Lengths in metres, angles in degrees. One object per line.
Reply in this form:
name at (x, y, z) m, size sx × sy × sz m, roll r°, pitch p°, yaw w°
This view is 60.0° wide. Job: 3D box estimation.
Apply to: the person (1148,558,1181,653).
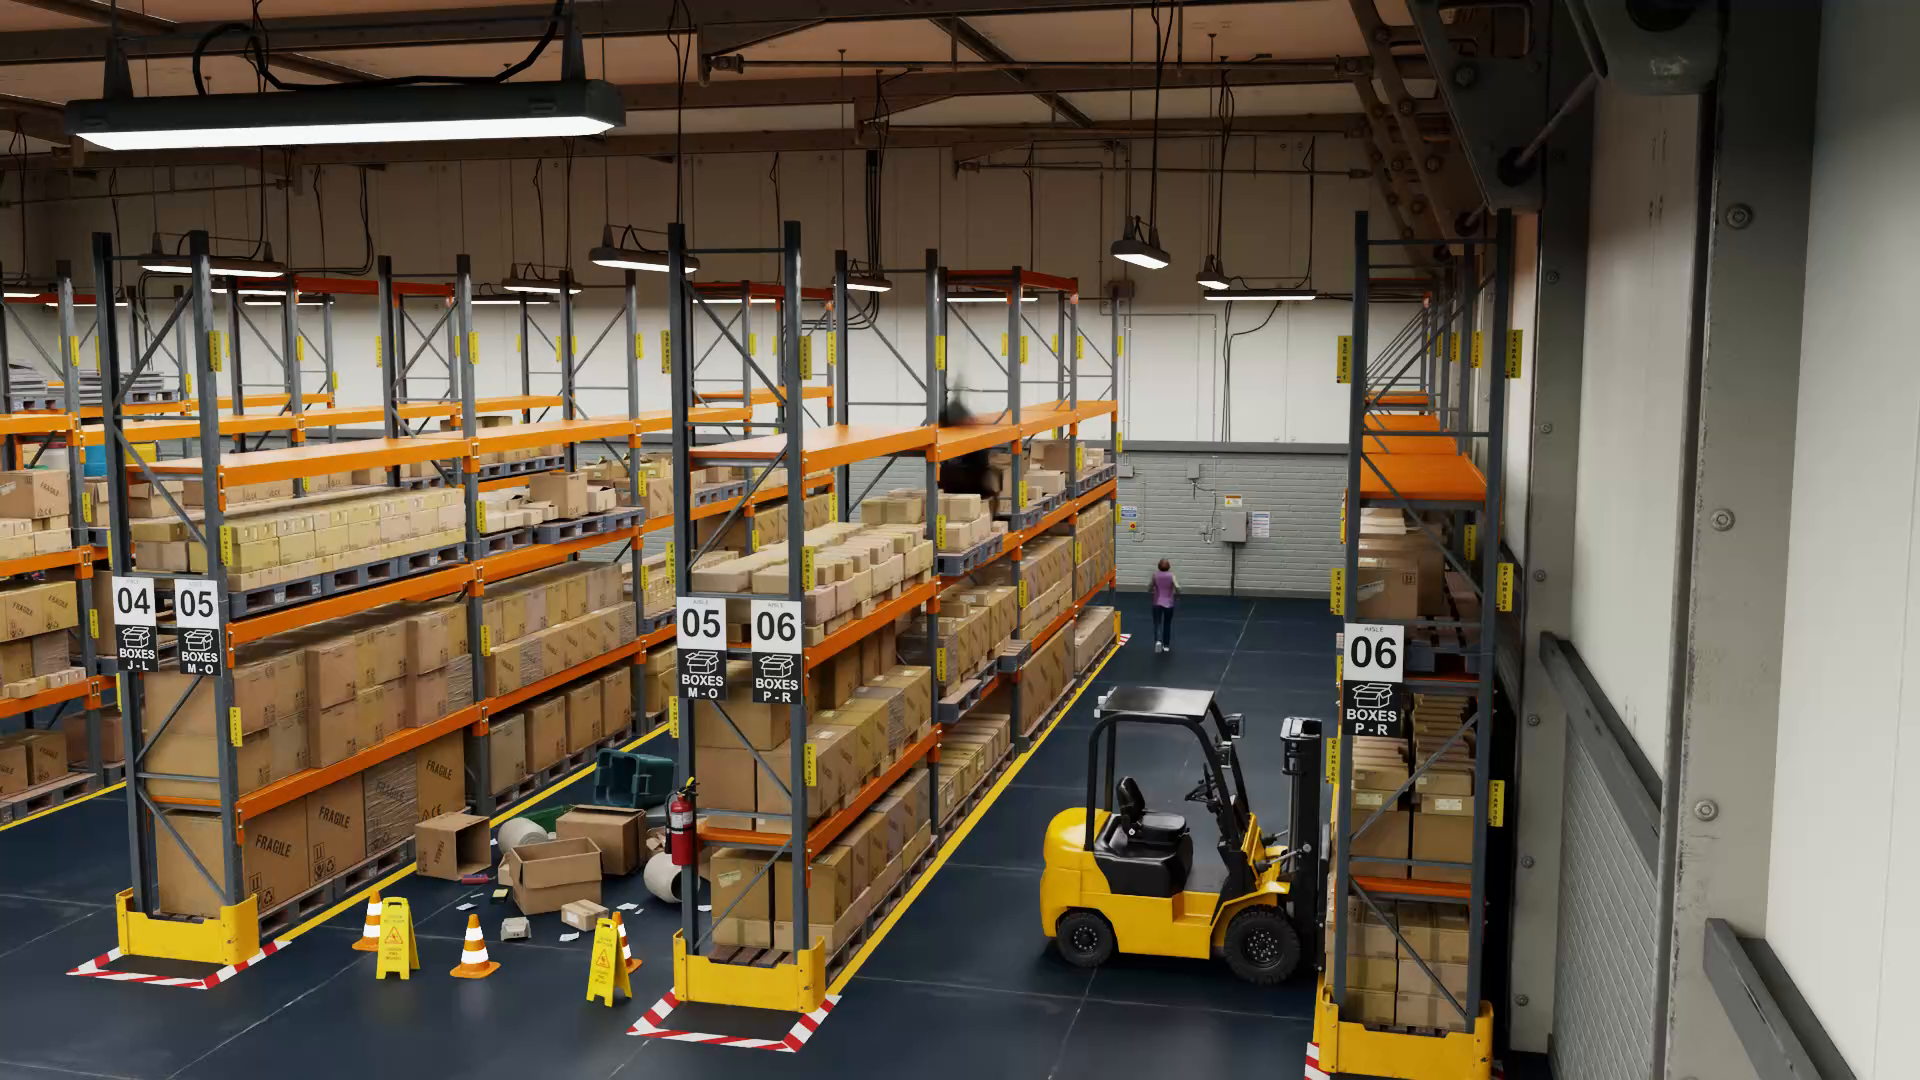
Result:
person at (3.310, 1.073, 26.992) m, size 0.540 × 1.579 × 0.877 m, roll 1°, pitch 7°, yaw 8°
